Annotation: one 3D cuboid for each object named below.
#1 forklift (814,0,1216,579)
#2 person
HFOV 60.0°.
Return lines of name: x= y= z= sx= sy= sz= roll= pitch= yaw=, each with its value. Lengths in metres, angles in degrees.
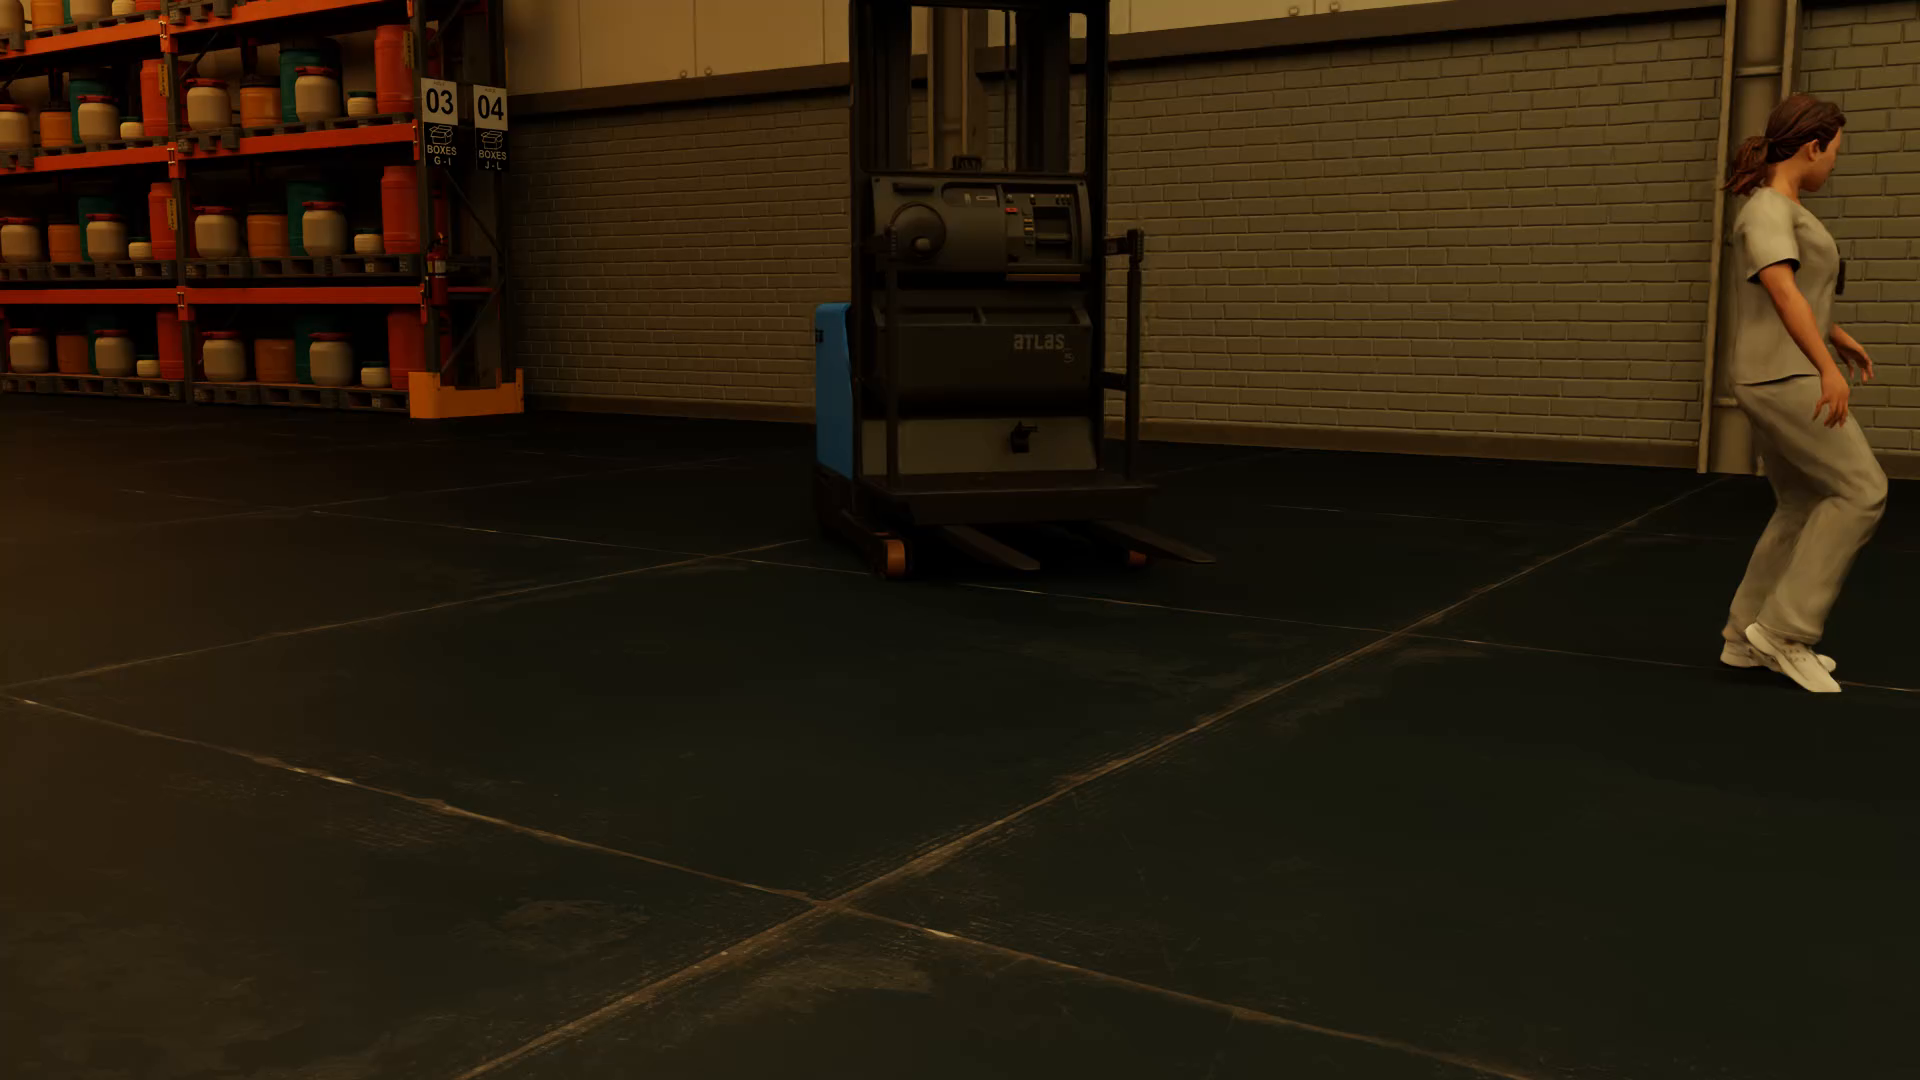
forklift: x=0.149 y=-1.354 z=6.714 sx=1.130 sy=2.935 sz=3.031 roll=-2 pitch=8 yaw=-14
person: x=2.425 y=-0.418 z=4.775 sx=0.462 sy=1.678 sz=0.760 roll=5 pitch=9 yaw=30
